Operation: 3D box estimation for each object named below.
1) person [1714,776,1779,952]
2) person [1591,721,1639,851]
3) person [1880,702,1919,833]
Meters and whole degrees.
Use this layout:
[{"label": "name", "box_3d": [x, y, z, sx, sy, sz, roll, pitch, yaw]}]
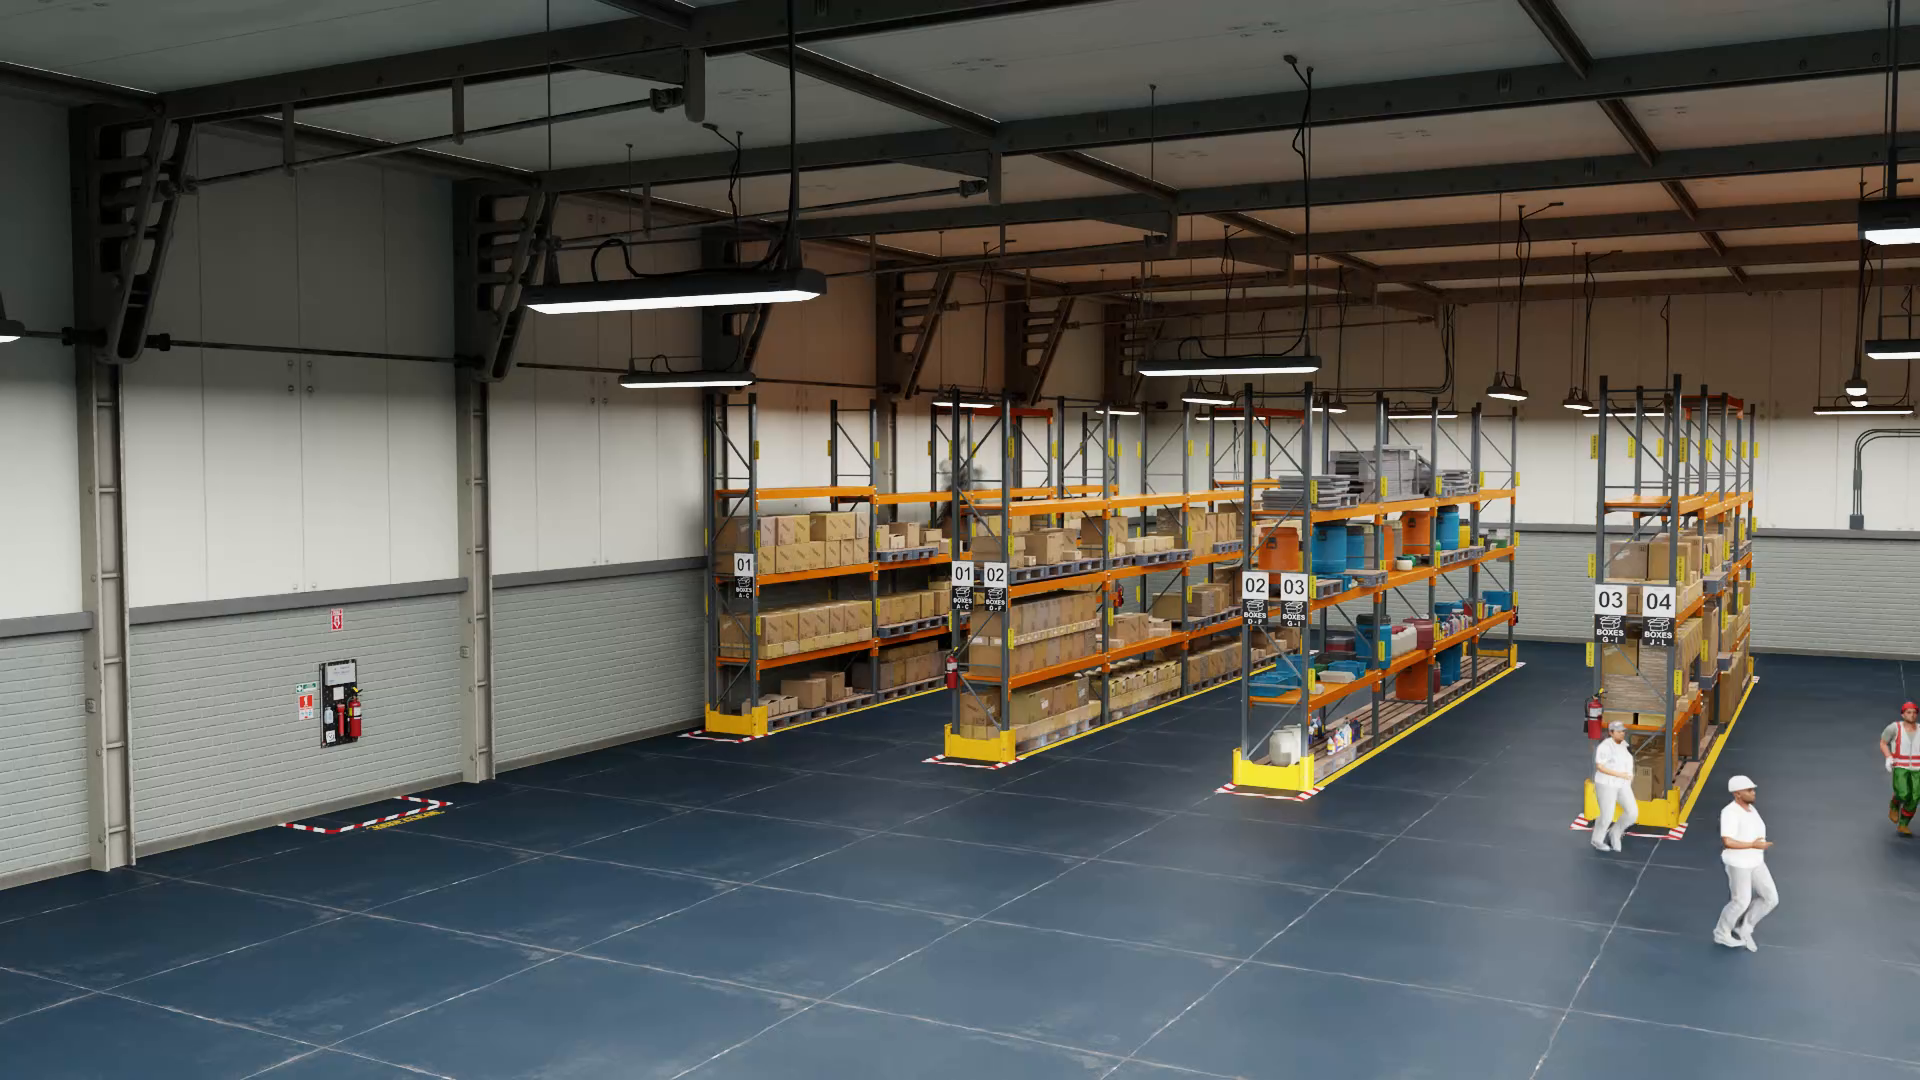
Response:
[{"label": "person", "box_3d": [7.847, 3.233, 16.544, 0.677, 1.772, 0.649, -2, 4, -36]}, {"label": "person", "box_3d": [8.174, 3.073, 20.668, 0.635, 1.663, 0.646, -1, 3, -21]}, {"label": "person", "box_3d": [12.362, 2.976, 21.651, 0.593, 1.725, 0.569, 1, 3, 14]}]
